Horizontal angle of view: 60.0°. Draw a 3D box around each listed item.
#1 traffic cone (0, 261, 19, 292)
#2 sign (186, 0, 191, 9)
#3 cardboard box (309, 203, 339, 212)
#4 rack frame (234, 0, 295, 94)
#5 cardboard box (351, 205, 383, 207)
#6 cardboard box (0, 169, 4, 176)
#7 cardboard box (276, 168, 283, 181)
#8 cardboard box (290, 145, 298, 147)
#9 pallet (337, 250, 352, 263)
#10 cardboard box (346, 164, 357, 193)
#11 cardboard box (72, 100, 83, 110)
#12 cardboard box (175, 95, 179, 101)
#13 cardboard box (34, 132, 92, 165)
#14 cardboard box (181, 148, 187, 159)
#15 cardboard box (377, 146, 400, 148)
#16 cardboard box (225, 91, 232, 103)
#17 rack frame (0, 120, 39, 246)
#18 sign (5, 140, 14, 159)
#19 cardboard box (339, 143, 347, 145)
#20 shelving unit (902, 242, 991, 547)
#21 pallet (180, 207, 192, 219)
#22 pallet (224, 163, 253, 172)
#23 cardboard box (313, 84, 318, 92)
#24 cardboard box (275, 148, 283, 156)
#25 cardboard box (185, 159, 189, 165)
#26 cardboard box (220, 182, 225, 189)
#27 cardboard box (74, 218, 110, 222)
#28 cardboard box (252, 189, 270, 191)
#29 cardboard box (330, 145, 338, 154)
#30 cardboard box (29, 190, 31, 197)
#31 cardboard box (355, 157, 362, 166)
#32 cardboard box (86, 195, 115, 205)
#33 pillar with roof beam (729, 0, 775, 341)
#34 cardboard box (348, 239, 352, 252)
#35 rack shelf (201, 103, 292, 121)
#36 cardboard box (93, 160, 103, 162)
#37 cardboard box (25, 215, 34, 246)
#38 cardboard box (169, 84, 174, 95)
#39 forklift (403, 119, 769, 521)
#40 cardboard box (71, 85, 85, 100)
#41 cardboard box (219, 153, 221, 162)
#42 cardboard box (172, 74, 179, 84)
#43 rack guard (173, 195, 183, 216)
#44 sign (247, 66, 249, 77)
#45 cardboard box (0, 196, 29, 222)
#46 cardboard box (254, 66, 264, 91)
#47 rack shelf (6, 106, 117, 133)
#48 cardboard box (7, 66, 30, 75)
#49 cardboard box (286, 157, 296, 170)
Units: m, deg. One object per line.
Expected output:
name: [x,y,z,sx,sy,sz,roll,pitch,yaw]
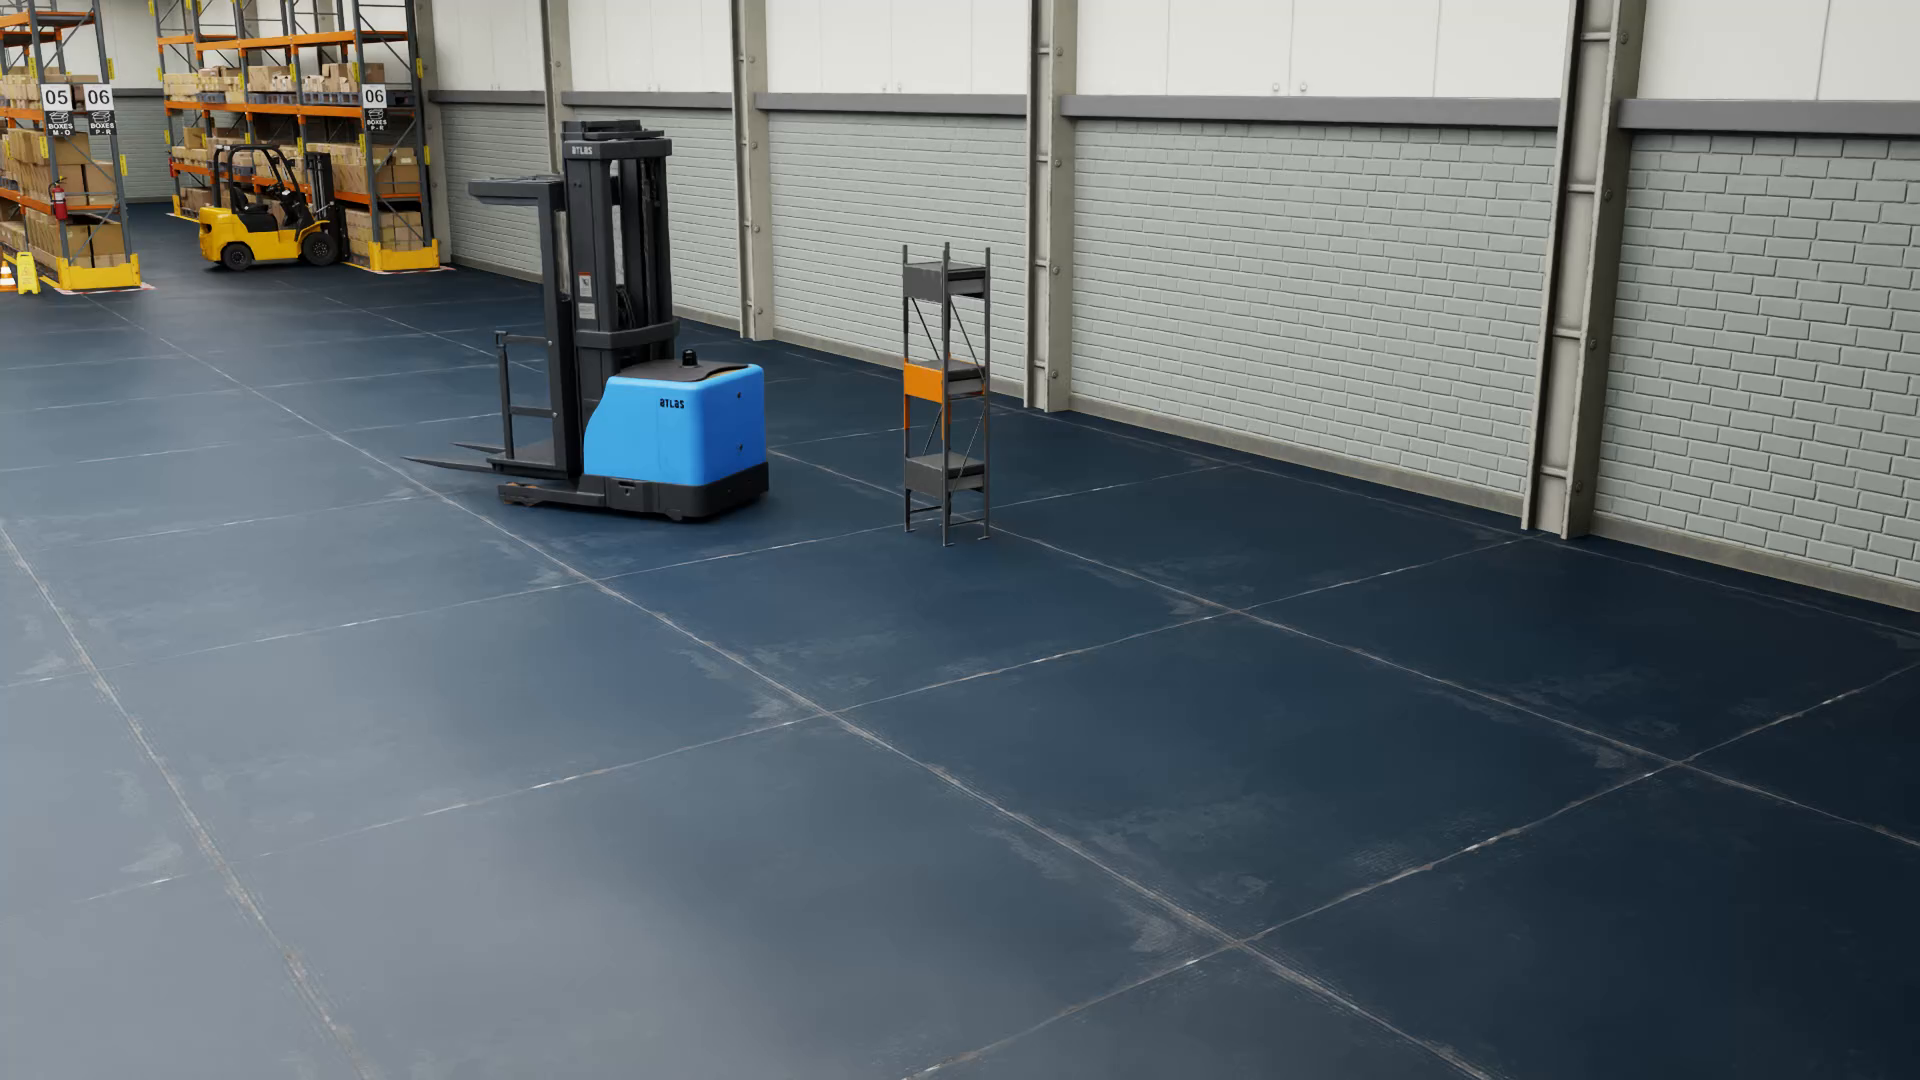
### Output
traffic cone: [-15.321,-4.249,26.725,0.336,0.463,0.334,-11,19,-35]
sign: [-17.517,-12.217,37.747,0.100,0.325,0.005,-11,19,-35]
cardboard box: [-12.333,-6.413,32.345,0.500,0.250,0.500,-11,19,-35]
rack frame: [-14.715,-10.954,35.053,1.000,3.000,0.127,-11,19,-35]
cardboard box: [-11.321,-6.274,31.837,0.500,0.250,0.500,-11,19,-34]
cardboard box: [-18.280,-7.080,31.941,0.380,0.149,0.250,-11,19,-34]
cardboard box: [-13.748,-7.528,34.182,0.500,0.250,0.500,-10,18,-33]
cardboard box: [-14.013,-8.281,35.230,0.380,0.149,0.250,-11,19,-35]
pallet: [-11.208,-5.425,31.496,1.003,0.211,1.213,-11,19,-35]
cardboard box: [-10.811,-6.577,30.236,0.500,0.500,0.500,-10,18,-33]
cardboard box: [-14.183,-7.070,27.020,0.380,0.149,0.250,-12,19,-36]
cardboard box: [-18.884,-10.757,40.491,0.380,0.149,0.250,-11,19,-35]
cardboard box: [-14.501,-6.330,26.876,0.700,0.500,0.500,-11,19,-36]
cardboard box: [-18.773,-9.486,40.774,0.500,0.250,0.500,-11,19,-36]
cardboard box: [-10.463,-7.132,30.472,0.380,0.149,0.250,-11,19,-34]
cardboard box: [-15.804,-9.721,36.514,0.500,0.250,0.500,-11,19,-35]
rack frame: [-18.728,-7.290,33.028,1.000,3.000,0.127,-11,19,-35]
sign: [-16.823,-6.907,29.436,0.100,0.325,0.005,-11,19,-35]
cardboard box: [-11.817,-7.630,32.290,0.380,0.149,0.250,-11,19,-36]
shelving unit: [-0.097,-1.048,11.928,0.431,2.100,0.503,-11,19,-35]
pallet: [-18.905,-8.238,41.774,1.003,0.211,1.213,-11,19,-35]
pallet: [-15.862,-8.383,37.385,1.003,0.211,1.213,-11,19,-35]
cardboard box: [-11.893,-8.476,31.171,0.380,0.149,0.250,-10,18,-33]
cardboard box: [-13.738,-7.919,33.909,0.380,0.149,0.250,-11,19,-36]
cardboard box: [-18.730,-9.252,40.675,0.380,0.149,0.250,-12,19,-36]
cardboard box: [-17.022,-8.260,38.719,0.380,0.149,0.250,-11,19,-35]
cardboard box: [-14.889,-5.259,28.600,0.500,0.500,0.500,-10,18,-33]
cardboard box: [-16.137,-8.034,38.460,0.380,0.149,0.250,-12,19,-37]
cardboard box: [-11.594,-7.334,31.210,0.380,0.149,0.250,-11,19,-35]
cardboard box: [-15.962,-6.041,28.942,0.380,0.149,0.250,-10,18,-33]
cardboard box: [-10.616,-6.794,29.799,0.380,0.149,0.250,-11,18,-34]
cardboard box: [-14.057,-5.565,27.202,0.380,0.149,0.250,-11,19,-34]
pillar with roof beam: [-6.118,-6.304,18.063,9.100,9.000,0.400,-11,19,-35]
cardboard box: [-11.115,-5.496,30.888,0.500,0.250,0.500,-11,19,-34]
rack shelf: [-15.891,-9.588,37.105,1.077,0.370,4.000,-11,19,-35]
cardboard box: [-14.686,-6.136,28.060,0.500,0.500,0.500,-11,19,-36]
cardboard box: [-16.248,-5.506,29.502,0.500,0.500,0.500,-10,18,-32]
cardboard box: [-19.064,-11.044,40.785,0.500,0.250,0.500,-10,18,-33]
forklift: [-3.084,-1.795,13.082,3.031,2.935,1.130,7,17,23]
cardboard box: [-14.104,-7.248,26.914,0.500,0.250,0.500,-11,19,-36]
cardboard box: [-16.561,-8.696,37.627,0.396,0.266,0.258,-10,18,-32]
cardboard box: [-18.771,-11.178,40.325,0.500,0.250,0.500,-11,19,-35]
rack guard: [-19.374,-8.547,42.358,1.175,0.500,0.348,-11,19,-35]
sign: [-16.620,-10.888,38.768,0.100,0.325,0.005,-11,19,-35]
cardboard box: [-19.067,-6.628,33.839,0.875,0.875,0.875,-11,19,-35]
cardboard box: [-14.109,-9.522,34.327,0.700,0.500,0.500,-11,19,-36]
rack shelf: [-15.200,-7.108,28.045,1.077,0.370,4.000,-11,19,-35]
cardboard box: [-16.820,-8.358,29.789,0.500,0.250,0.500,-10,18,-33]
cardboard box: [-13.167,-7.549,33.314,0.500,0.250,0.500,-11,19,-36]
